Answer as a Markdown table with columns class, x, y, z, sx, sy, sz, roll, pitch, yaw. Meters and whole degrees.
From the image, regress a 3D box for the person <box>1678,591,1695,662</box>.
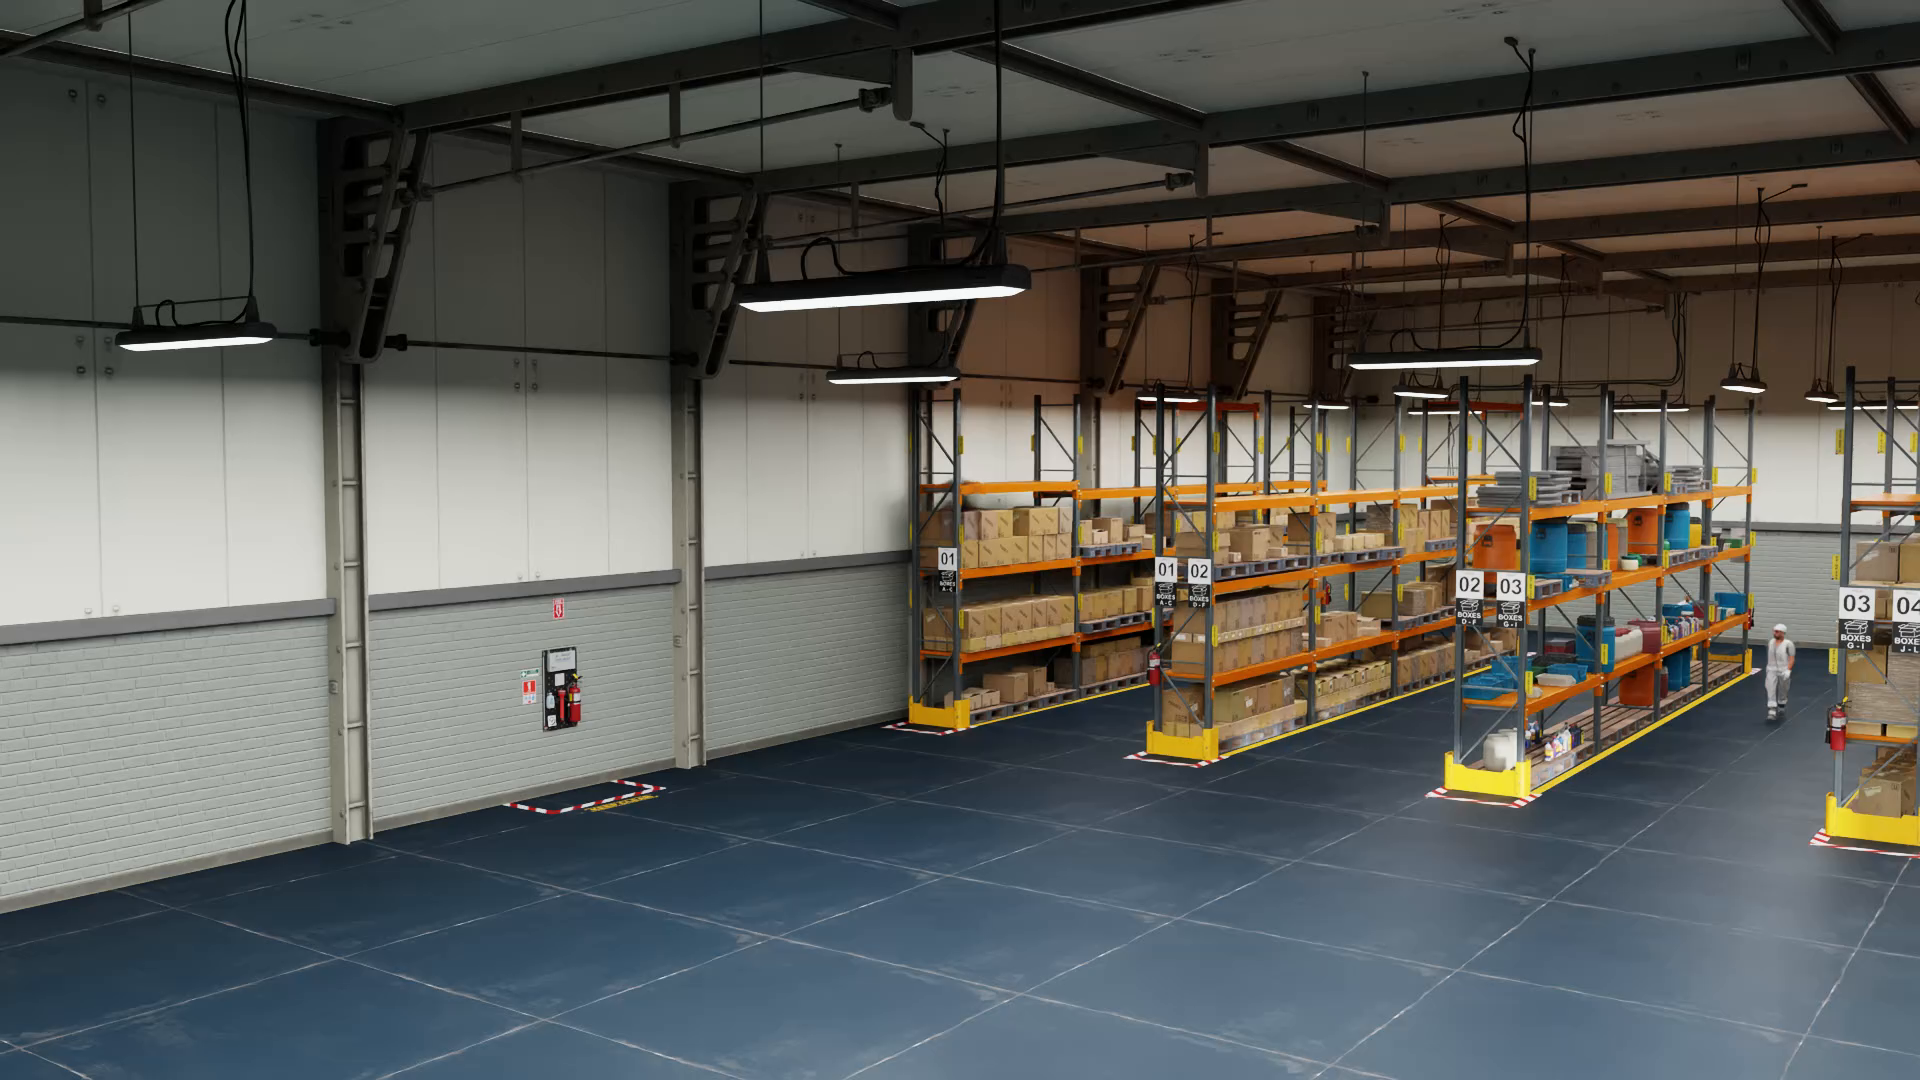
| class | x | y | z | sx | sy | sz | roll | pitch | yaw |
| --- | --- | --- | --- | --- | --- | --- | --- | --- | --- |
| person | 16.732 | 1.996 | 38.228 | 0.544 | 1.675 | 0.398 | -1 | 3 | -14 |

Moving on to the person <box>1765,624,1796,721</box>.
| class | x | y | z | sx | sy | sz | roll | pitch | yaw |
| --- | --- | --- | --- | --- | --- | --- | --- | --- | --- |
| person | 14.850 | 2.393 | 30.126 | 0.498 | 1.735 | 1.049 | 2 | 4 | 29 |
